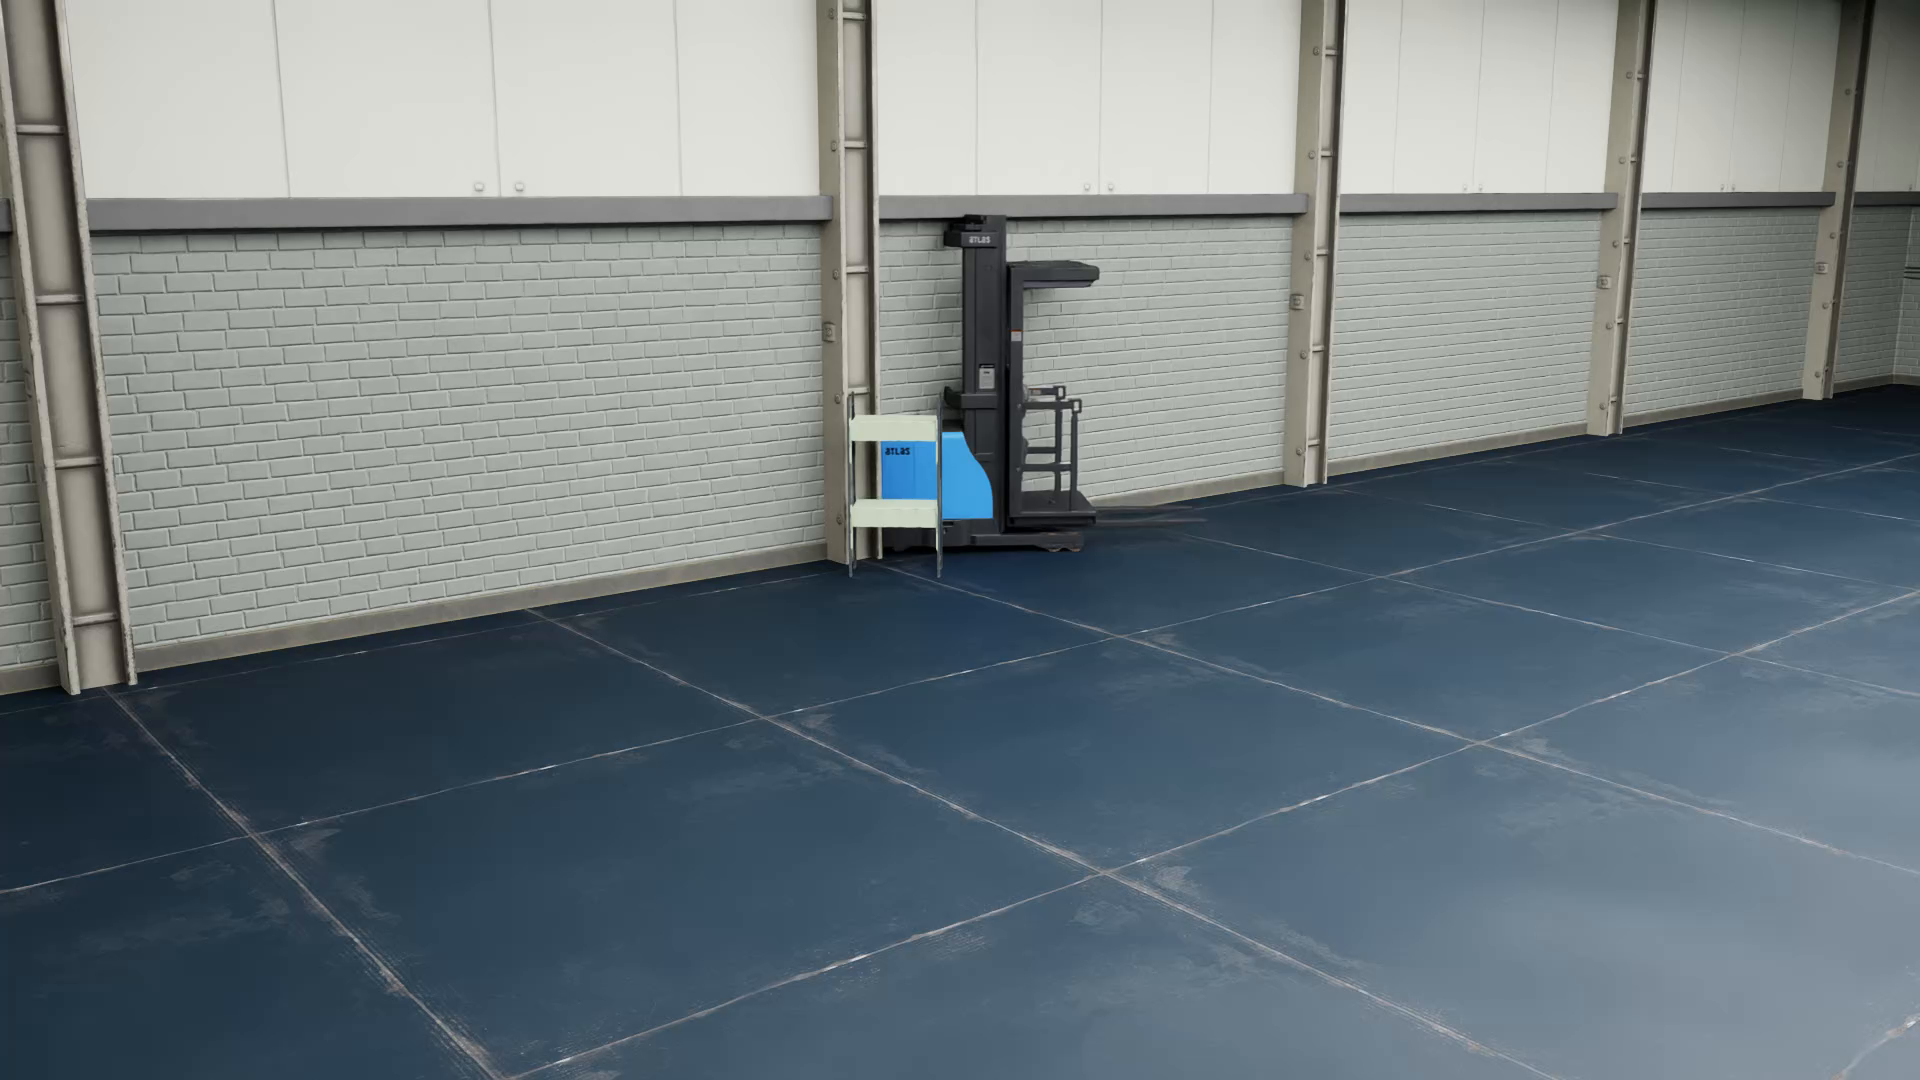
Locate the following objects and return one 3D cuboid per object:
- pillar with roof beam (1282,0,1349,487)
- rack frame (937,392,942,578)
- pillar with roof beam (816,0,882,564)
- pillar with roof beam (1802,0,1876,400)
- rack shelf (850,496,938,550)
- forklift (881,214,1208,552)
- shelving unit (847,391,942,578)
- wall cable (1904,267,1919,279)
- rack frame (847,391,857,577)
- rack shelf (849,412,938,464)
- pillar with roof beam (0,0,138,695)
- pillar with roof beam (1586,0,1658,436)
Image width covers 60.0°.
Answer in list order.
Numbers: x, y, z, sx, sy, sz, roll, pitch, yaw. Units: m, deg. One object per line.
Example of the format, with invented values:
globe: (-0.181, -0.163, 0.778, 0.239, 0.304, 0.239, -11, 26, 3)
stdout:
pillar with roof beam: (6.451, -4.323, 13.944, 0.400, 9.000, 9.100, -9, 15, -38)
rack frame: (-0.170, -0.462, 13.816, 0.023, 1.500, 0.400, 0, 12, 2)
pillar with roof beam: (1.765, -3.544, 10.278, 0.400, 9.000, 9.100, -9, 15, -38)
pillar with roof beam: (15.821, -5.880, 21.277, 0.400, 9.000, 9.100, -9, 15, -38)
rack shelf: (-0.535, -0.146, 13.898, 0.720, 0.370, 0.431, 0, 12, 2)
forklift: (0.699, -1.435, 14.952, 3.031, 2.935, 1.130, -1, 12, -4)
shelving unit: (-0.535, -0.465, 13.830, 0.755, 1.500, 0.431, 0, 12, 2)
wall cable: (16.258, -5.227, 25.678, 0.112, 2.526, 3.097, -9, 15, -38)
rack frame: (-0.901, -0.468, 13.844, 0.023, 1.500, 0.400, 0, 12, 2)
rack shelf: (-0.535, -0.847, 13.749, 0.720, 0.370, 0.431, 0, 12, 2)
pillar with roof beam: (-2.920, -2.766, 6.611, 0.400, 9.000, 9.100, -9, 15, -38)
pillar with roof beam: (11.136, -5.102, 17.611, 0.400, 9.000, 9.100, -9, 15, -38)
